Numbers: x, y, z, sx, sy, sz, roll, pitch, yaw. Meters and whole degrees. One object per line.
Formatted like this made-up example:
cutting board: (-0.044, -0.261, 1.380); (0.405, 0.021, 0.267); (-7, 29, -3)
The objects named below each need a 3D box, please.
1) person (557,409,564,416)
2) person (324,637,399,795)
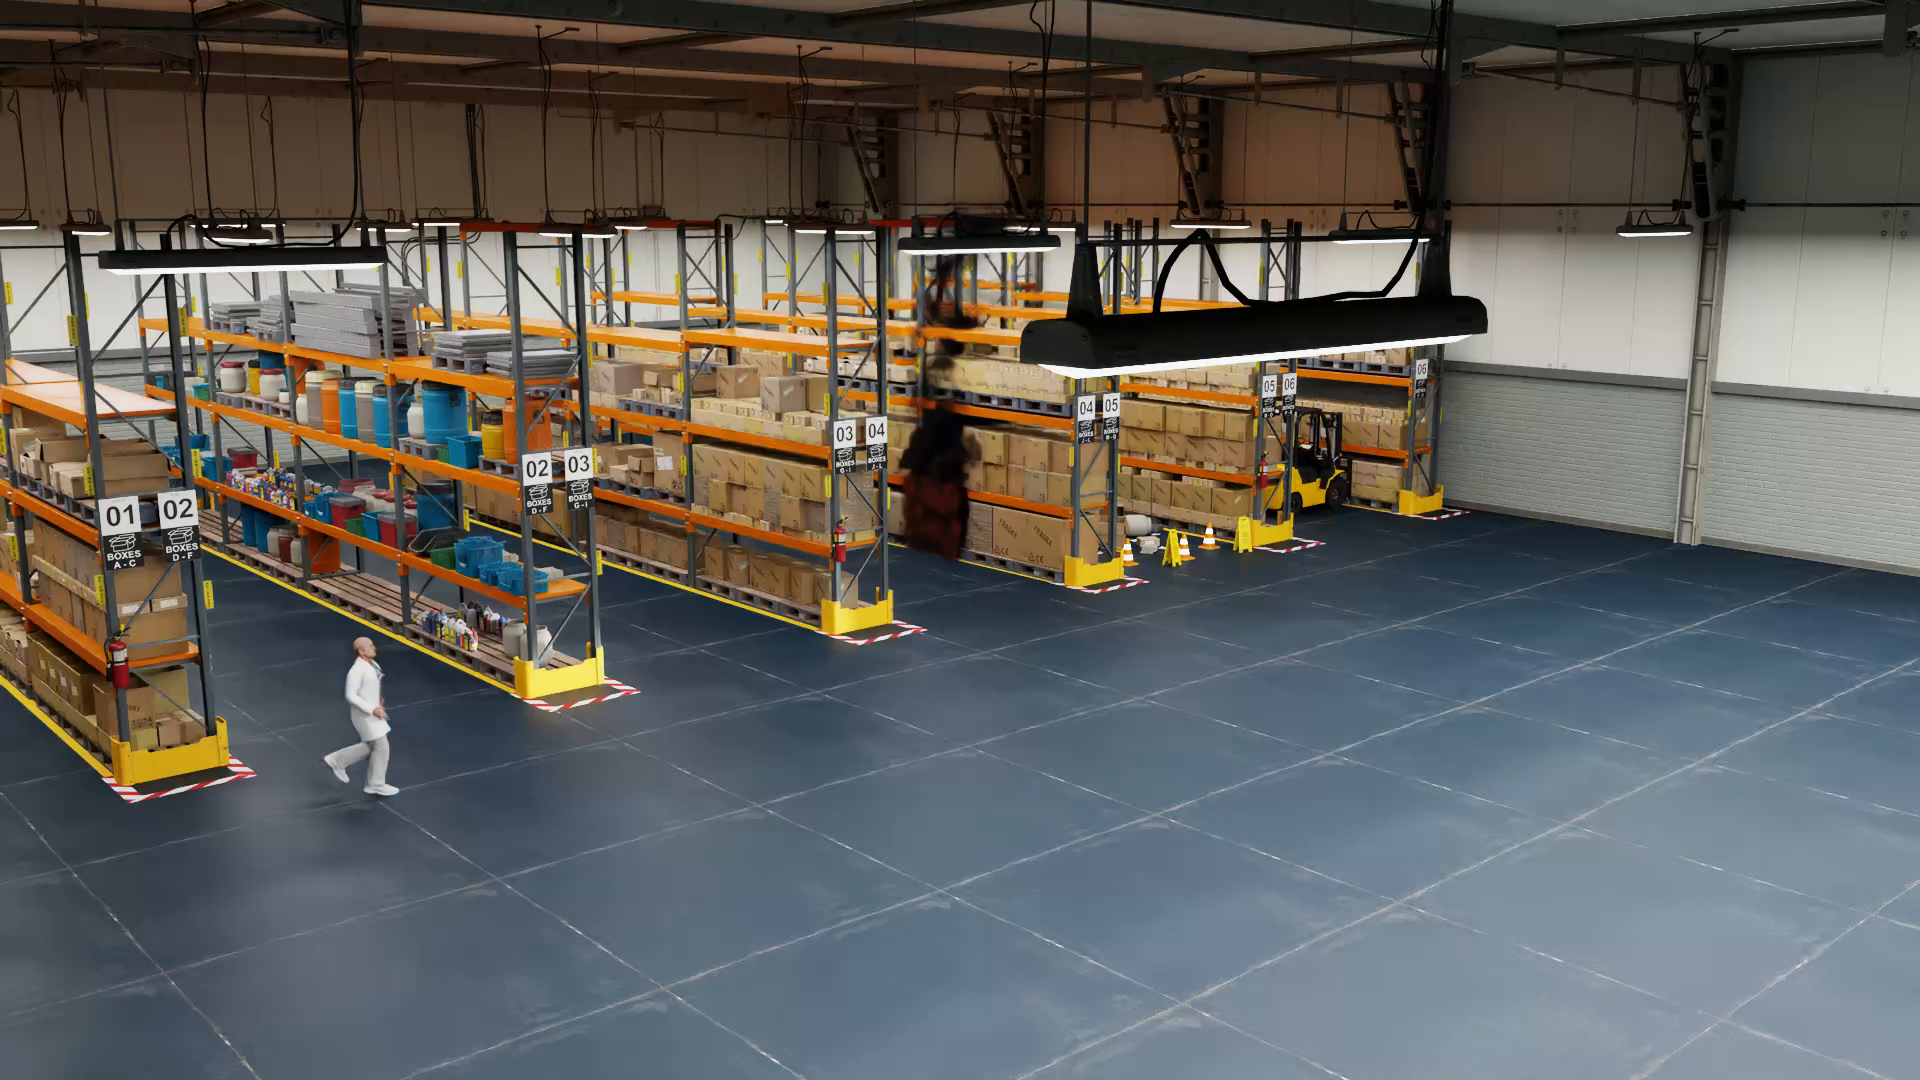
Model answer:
person: (-9.281, -2.187, 38.551); (0.708, 1.691, 0.765); (-4, 12, -18)
person: (-6.525, 1.909, 18.025); (0.764, 1.774, 0.725); (-2, 12, -9)
